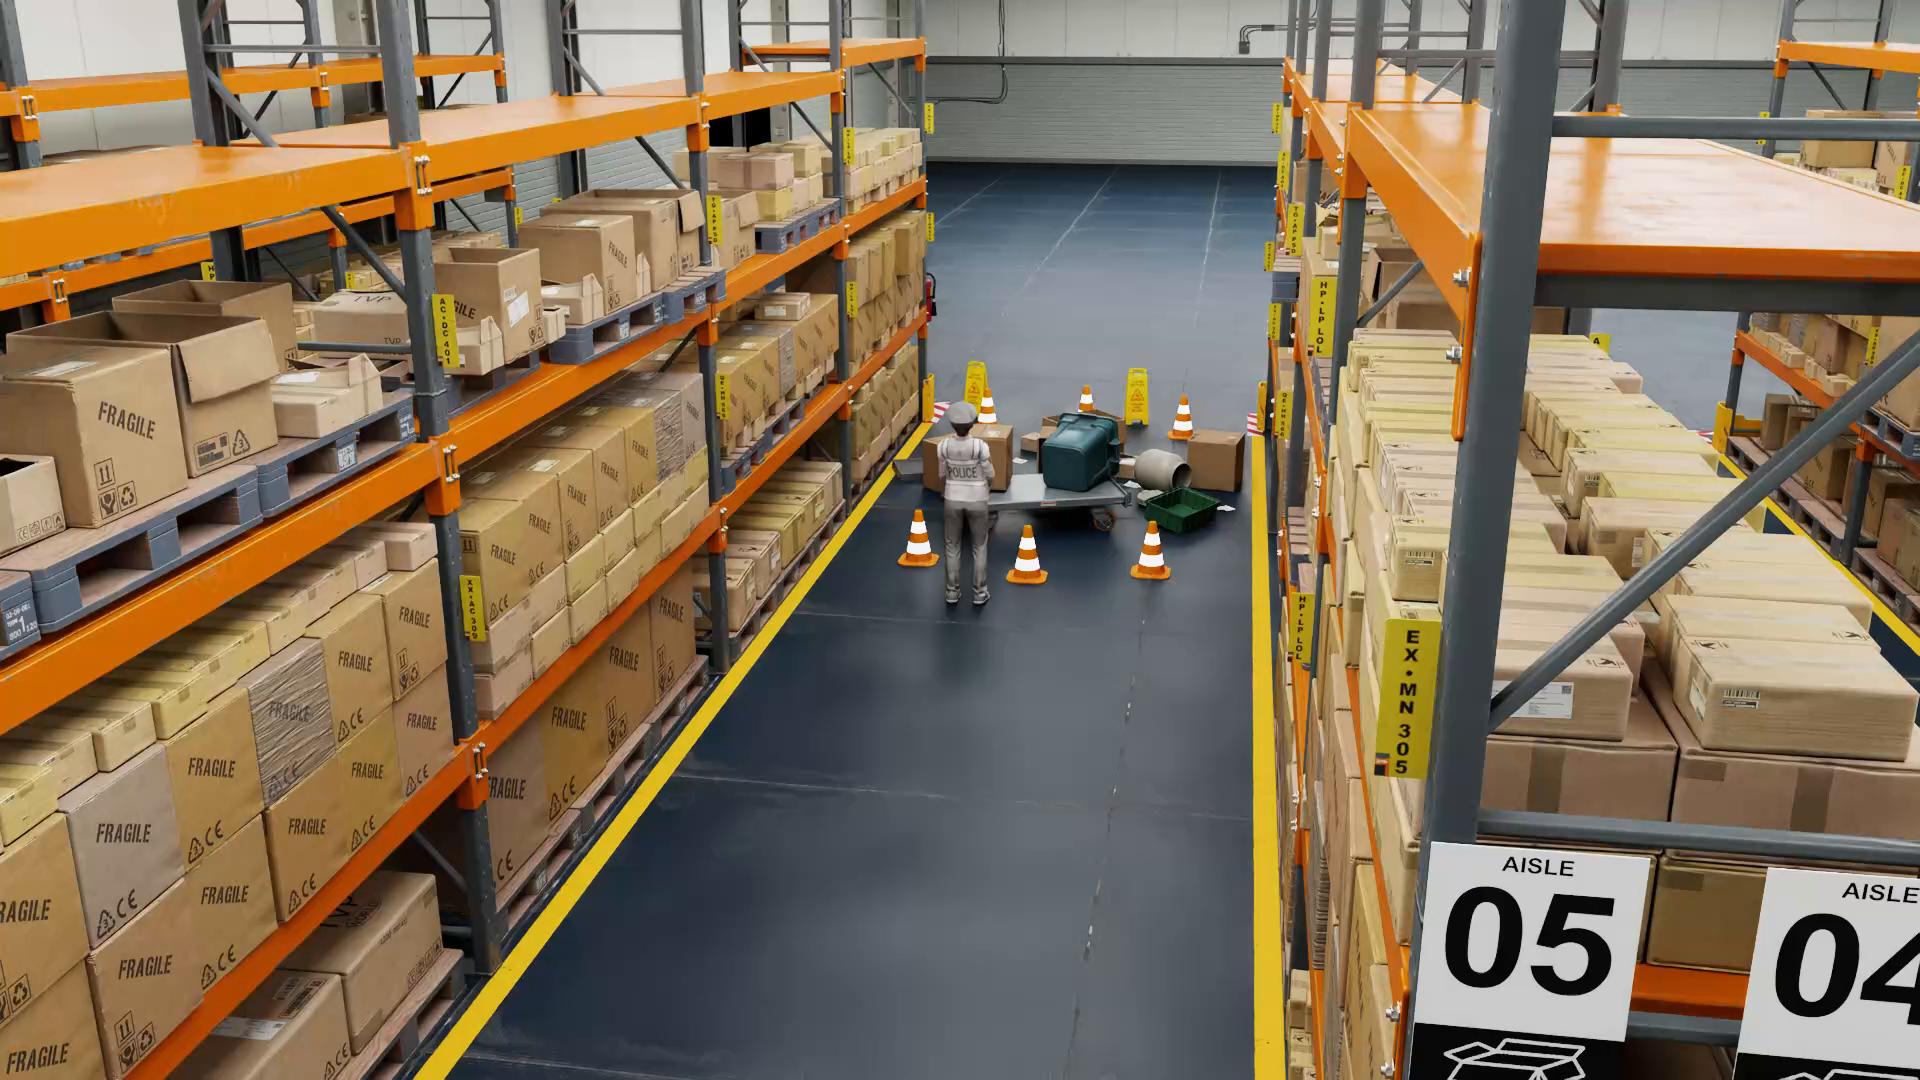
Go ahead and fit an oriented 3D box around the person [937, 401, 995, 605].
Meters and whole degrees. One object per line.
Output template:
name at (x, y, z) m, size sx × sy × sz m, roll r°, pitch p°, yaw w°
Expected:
person at (0.054, -0.320, 13.496) m, size 0.461 × 1.687 × 0.563 m, roll 3°, pitch 18°, yaw 9°
